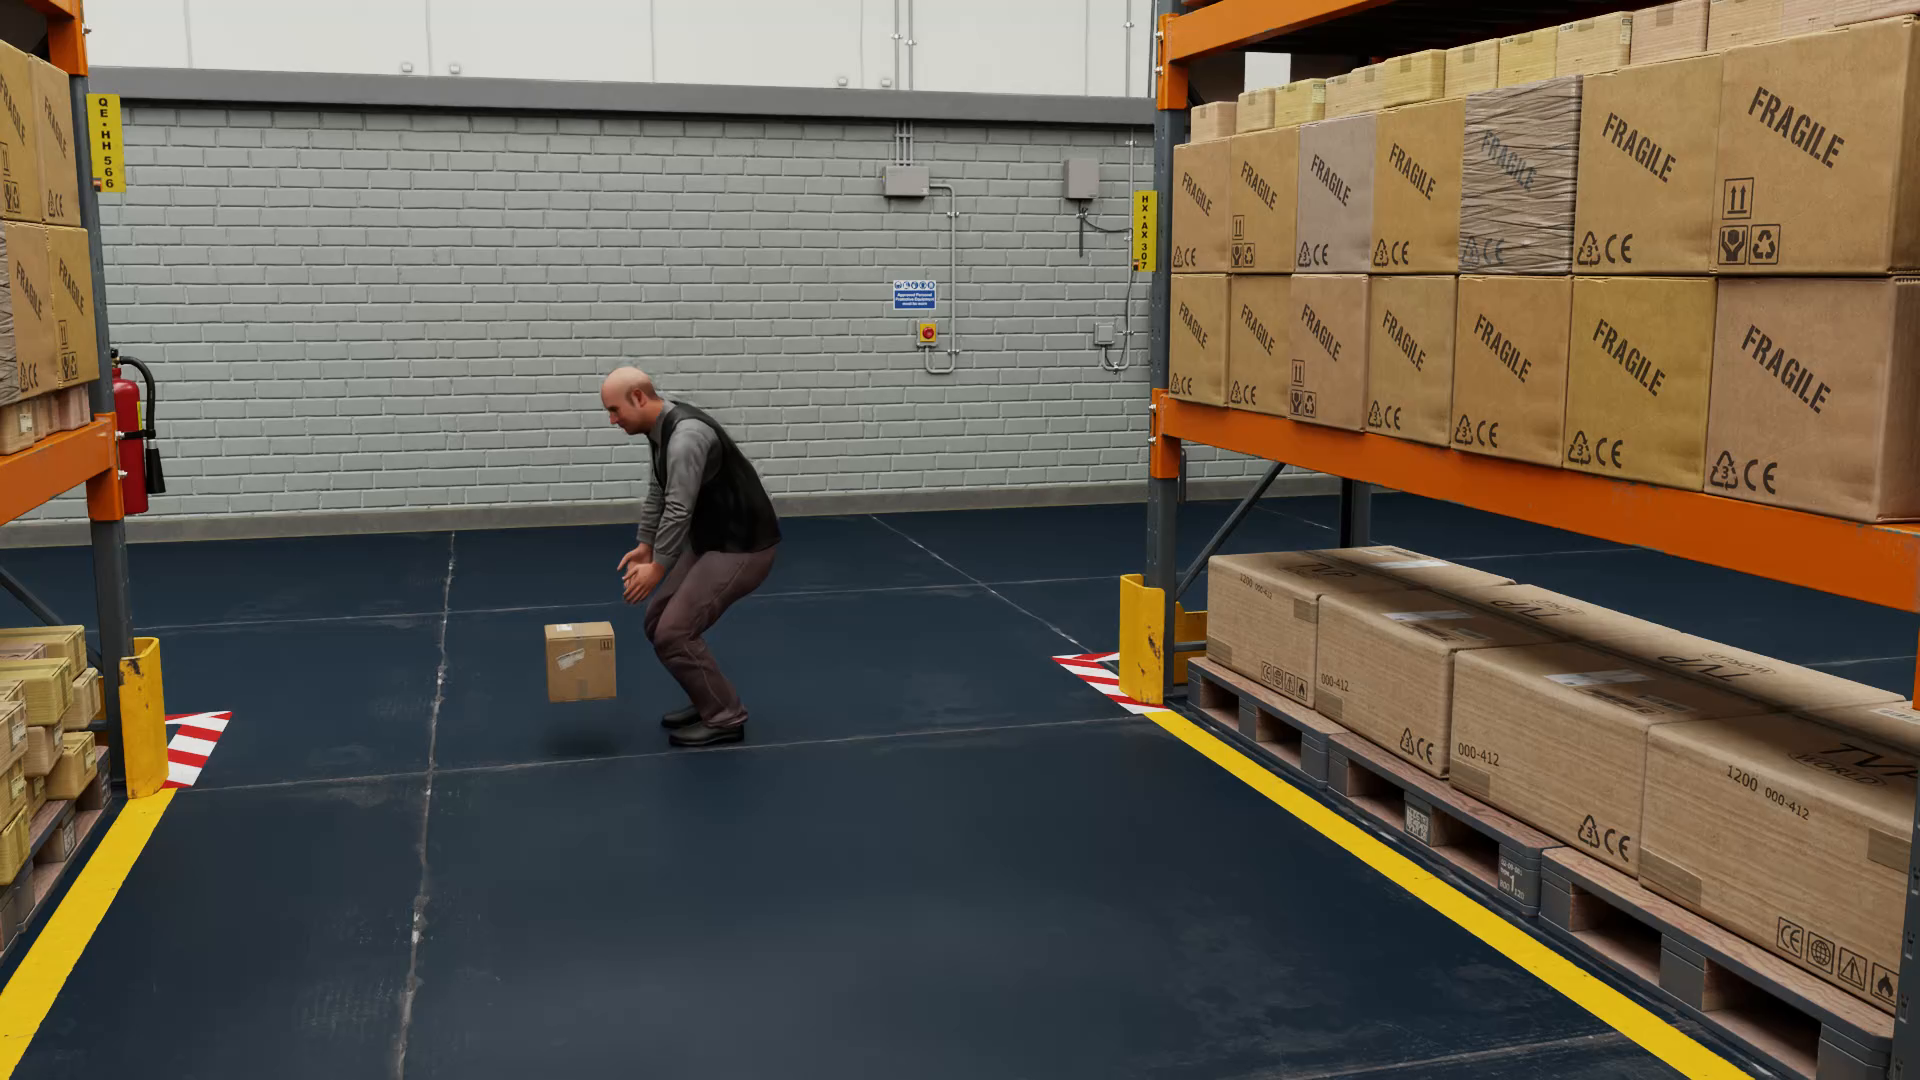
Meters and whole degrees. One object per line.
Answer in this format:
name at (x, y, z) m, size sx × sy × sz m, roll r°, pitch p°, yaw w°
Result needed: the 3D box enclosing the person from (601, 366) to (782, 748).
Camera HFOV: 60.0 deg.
person at (-1.040, 0.057, 6.438) m, size 0.646 × 1.462 × 0.590 m, roll -3°, pitch 10°, yaw -16°
